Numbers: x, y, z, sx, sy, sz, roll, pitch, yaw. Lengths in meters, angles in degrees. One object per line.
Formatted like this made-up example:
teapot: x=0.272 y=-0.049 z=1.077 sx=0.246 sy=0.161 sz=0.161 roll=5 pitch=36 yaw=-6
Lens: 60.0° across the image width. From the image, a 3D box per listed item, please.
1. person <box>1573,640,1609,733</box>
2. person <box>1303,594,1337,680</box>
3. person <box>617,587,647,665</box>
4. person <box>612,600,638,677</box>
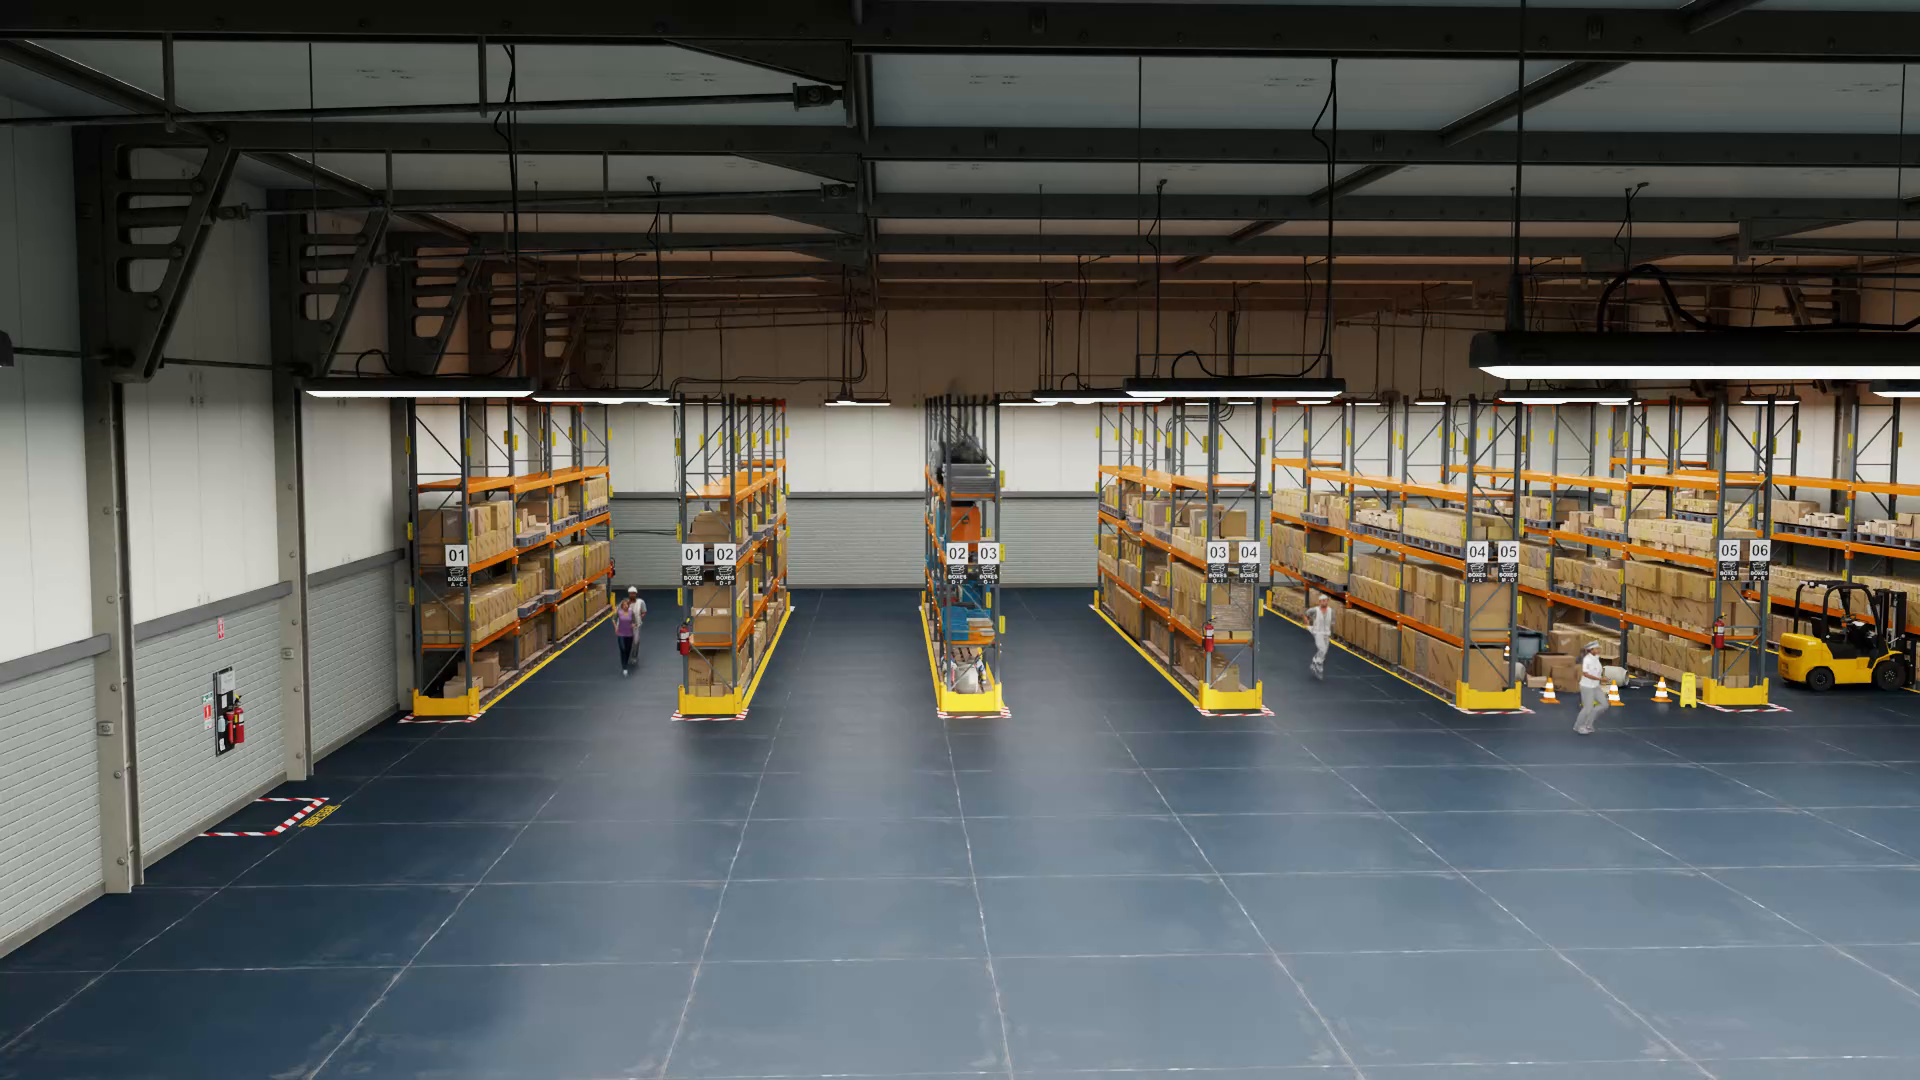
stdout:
person: x=11.114 y=2.580 z=29.204 sx=0.631 sy=1.676 sz=0.577 roll=4 pitch=6 yaw=43
person: x=7.687 y=2.052 z=35.345 sx=0.634 sy=1.811 sz=0.790 roll=-1 pitch=5 yaw=-18
person: x=-7.299 y=1.912 z=36.992 sx=0.666 sy=1.746 sz=0.759 roll=-1 pitch=5 yaw=-13
person: x=-7.208 y=2.082 z=35.834 sx=0.539 sy=1.613 sz=0.871 roll=-2 pitch=5 yaw=-19
